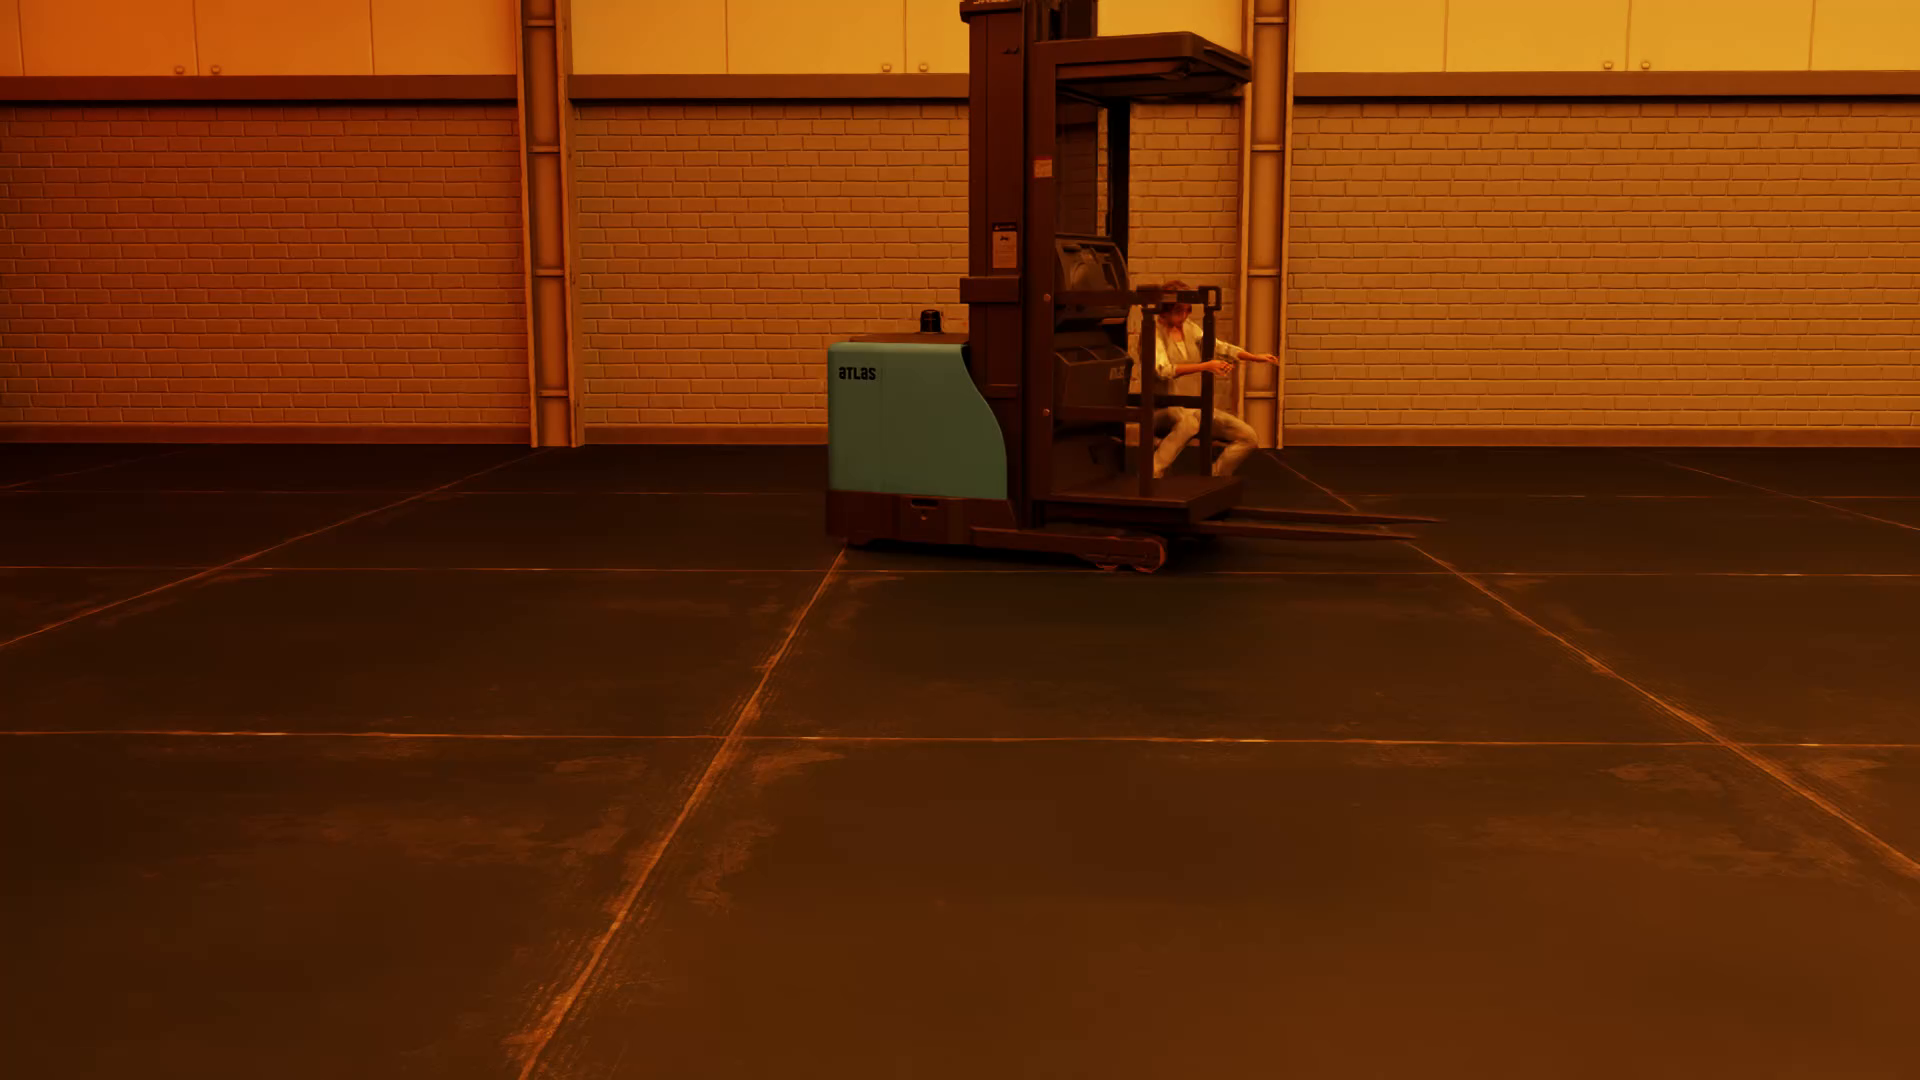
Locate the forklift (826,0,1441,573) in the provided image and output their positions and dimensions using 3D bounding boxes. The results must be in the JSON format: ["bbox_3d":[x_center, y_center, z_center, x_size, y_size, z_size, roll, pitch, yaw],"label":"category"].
[{"bbox_3d":[0.855,-1.381,8.333,3.031,2.935,1.130,4,10,25],"label":"forklift"}]

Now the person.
[{"bbox_3d":[1.246,-0.703,8.901,0.847,1.365,0.685,-6,11,-36],"label":"person"}]
